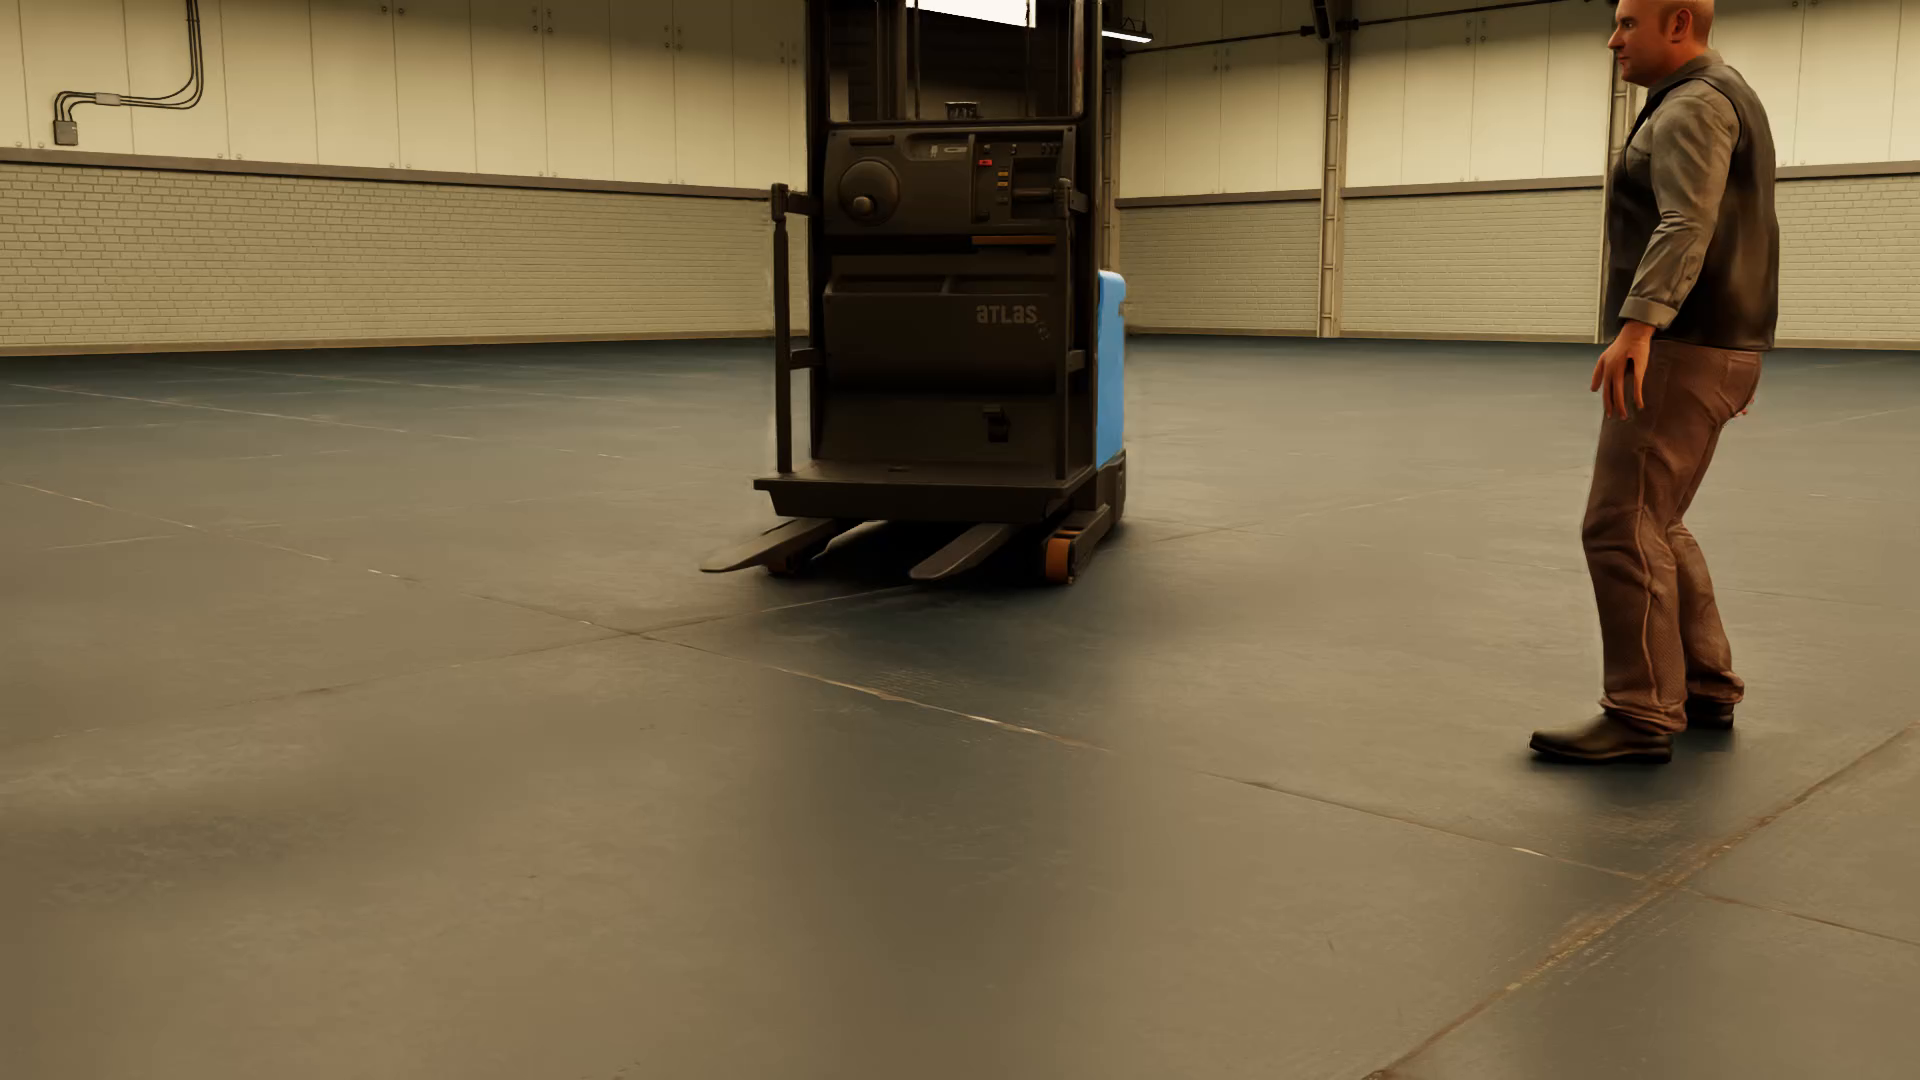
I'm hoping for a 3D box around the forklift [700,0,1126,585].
[{"bbox_3d":[-0.084,-1.355,5.870,1.130,2.935,3.031,2,9,12],"label":"forklift"}]

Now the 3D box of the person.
[{"bbox_3d":[1.590,-0.403,3.704,0.395,1.696,0.795,5,10,30],"label":"person"}]
